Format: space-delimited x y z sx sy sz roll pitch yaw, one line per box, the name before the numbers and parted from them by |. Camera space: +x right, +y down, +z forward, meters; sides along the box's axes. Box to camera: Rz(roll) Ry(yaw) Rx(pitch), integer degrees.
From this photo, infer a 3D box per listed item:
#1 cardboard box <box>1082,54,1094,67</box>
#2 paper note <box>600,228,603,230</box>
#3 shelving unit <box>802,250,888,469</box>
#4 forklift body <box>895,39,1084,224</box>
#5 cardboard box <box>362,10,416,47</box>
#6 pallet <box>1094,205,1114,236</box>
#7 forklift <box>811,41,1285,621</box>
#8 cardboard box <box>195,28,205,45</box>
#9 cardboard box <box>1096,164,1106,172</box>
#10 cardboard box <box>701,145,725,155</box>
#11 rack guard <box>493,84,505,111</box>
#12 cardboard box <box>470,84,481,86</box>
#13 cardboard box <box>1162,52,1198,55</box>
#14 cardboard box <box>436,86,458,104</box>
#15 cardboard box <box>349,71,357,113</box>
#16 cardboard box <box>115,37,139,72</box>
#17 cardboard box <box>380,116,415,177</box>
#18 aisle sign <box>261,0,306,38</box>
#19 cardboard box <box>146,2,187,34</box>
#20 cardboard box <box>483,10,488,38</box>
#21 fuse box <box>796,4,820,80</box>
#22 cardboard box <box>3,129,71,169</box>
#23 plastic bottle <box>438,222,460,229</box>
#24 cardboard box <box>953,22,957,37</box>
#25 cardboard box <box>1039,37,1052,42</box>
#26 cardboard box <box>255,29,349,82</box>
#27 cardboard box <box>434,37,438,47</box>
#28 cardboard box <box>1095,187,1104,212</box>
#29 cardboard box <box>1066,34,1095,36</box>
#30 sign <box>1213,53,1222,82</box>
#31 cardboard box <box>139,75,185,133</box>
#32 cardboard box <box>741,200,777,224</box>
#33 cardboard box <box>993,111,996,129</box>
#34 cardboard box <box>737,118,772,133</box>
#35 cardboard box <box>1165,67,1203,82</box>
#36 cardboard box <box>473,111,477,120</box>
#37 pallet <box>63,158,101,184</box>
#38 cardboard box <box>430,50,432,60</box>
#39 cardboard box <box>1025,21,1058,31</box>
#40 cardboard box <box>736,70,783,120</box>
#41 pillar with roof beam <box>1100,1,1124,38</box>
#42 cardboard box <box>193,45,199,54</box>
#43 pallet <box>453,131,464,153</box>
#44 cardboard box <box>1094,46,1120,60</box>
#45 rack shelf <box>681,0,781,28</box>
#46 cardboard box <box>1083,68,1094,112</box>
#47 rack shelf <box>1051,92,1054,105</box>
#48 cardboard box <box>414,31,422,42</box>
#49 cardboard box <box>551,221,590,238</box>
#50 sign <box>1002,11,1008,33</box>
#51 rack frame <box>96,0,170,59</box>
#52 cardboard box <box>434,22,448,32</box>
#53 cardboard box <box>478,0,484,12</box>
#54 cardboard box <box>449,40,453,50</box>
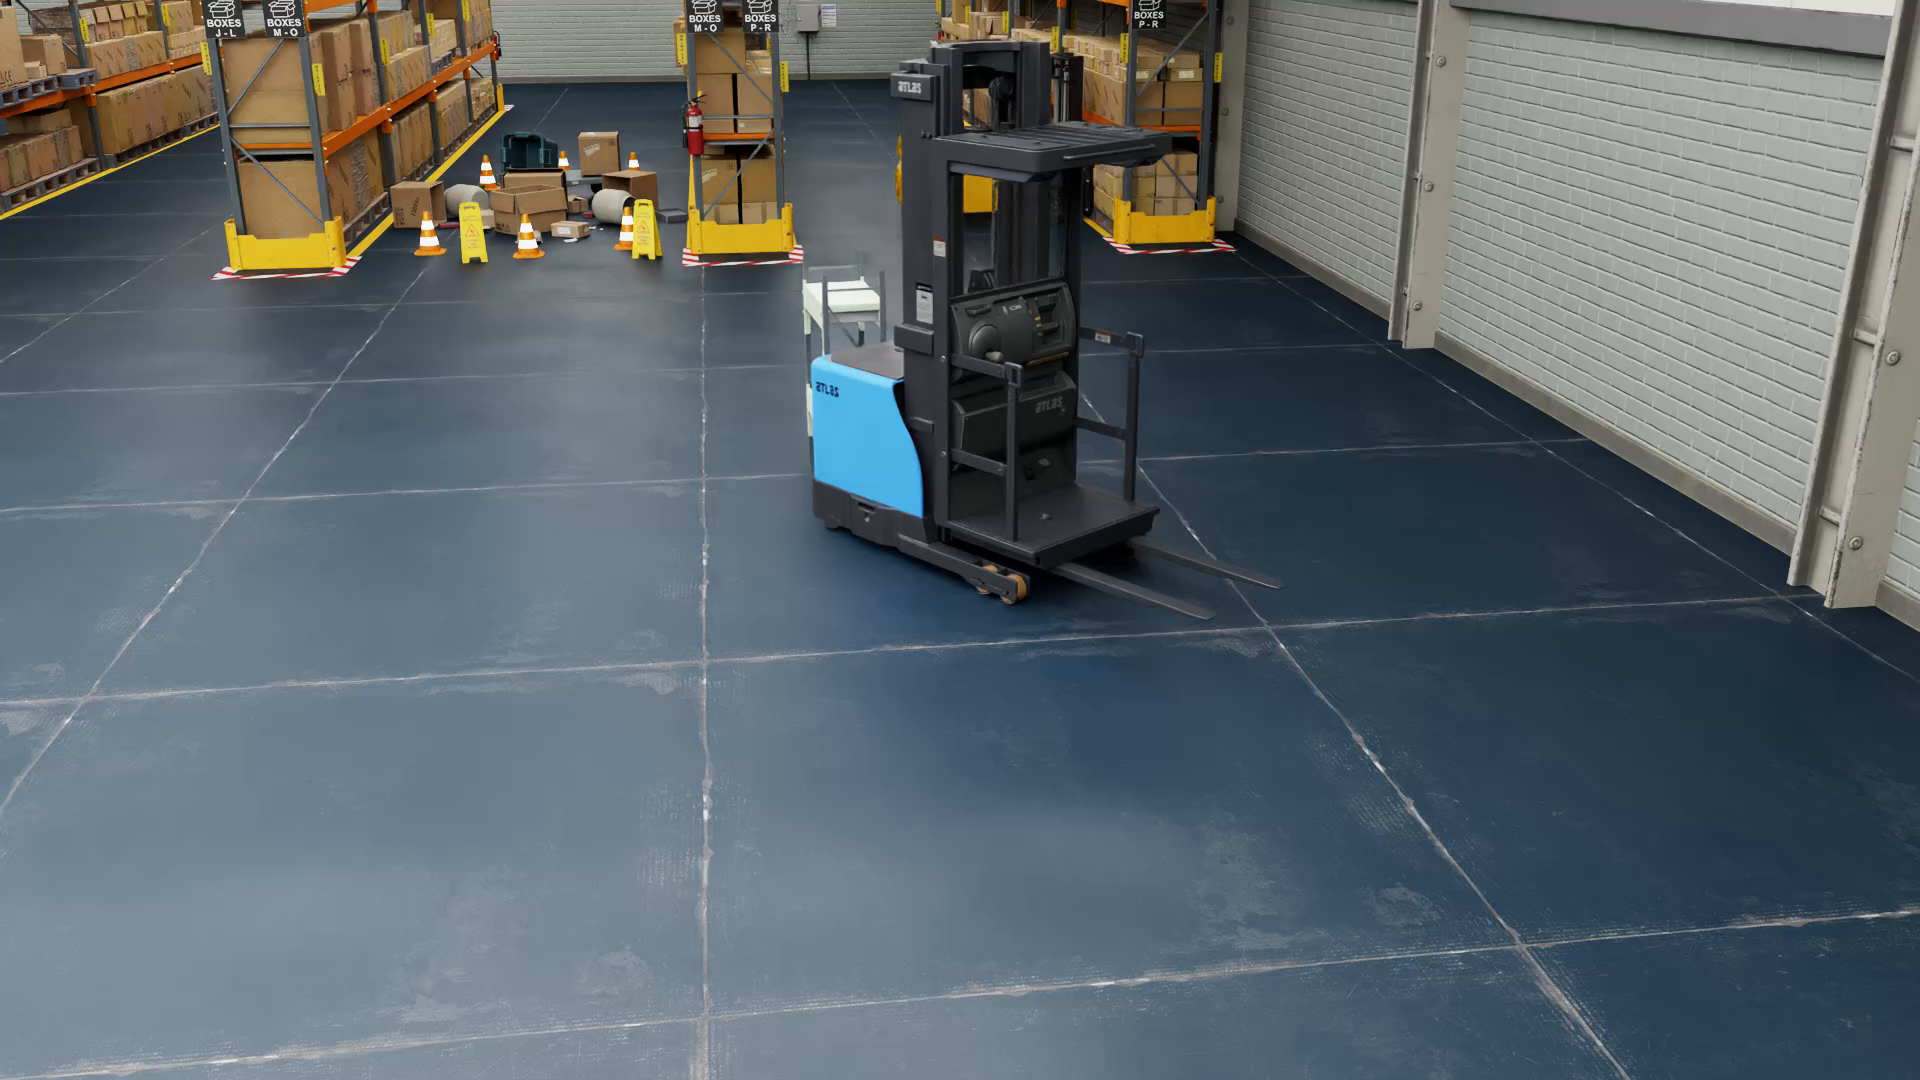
cardboard box | 1.779 -6.138 21.294 0.380 0.149 0.250 -4 21 -9
paper note | -4.405 -3.823 20.437 0.032 0.001 0.123 -3 21 -8
shelving unit | -0.758 -1.092 10.997 0.431 1.500 0.755 -5 21 -13
forklift body | 0.335 -5.138 20.899 2.313 2.155 1.214 -3 21 -8
cardboard box | -8.480 -7.564 24.609 0.700 0.500 0.500 -3 21 -8
pallet | 2.262 -3.927 20.430 1.003 0.211 1.213 -3 21 -8
forklift | 0.458 -1.220 9.294 1.130 2.935 3.031 -19 27 -40
cardboard box | -14.053 -9.142 30.195 0.500 0.250 0.500 -3 21 -8
cardboard box | 1.959 -4.668 20.329 0.500 0.250 0.500 -3 21 -7
cardboard box | -2.991 -4.671 19.766 0.380 0.149 0.250 -2 21 -6
rack guard | -9.677 -8.777 33.002 1.175 0.500 0.348 -3 21 -8
cardboard box | -9.222 -8.491 31.287 0.380 0.149 0.250 -4 21 -10
cardboard box | 2.600 -5.683 19.651 0.380 0.149 0.250 -2 21 -6
cardboard box | -8.603 -7.360 27.537 0.500 0.250 0.500 -4 21 -10
cardboard box | -7.830 -5.381 20.121 0.875 0.550 0.550 -3 21 -8
cardboard box | -13.482 -7.747 26.528 0.500 0.500 0.500 -3 21 -8
cardboard box | -8.272 -5.507 23.289 1.050 0.750 0.750 -3 21 -8
aisle sign | -7.074 -5.643 17.323 0.394 0.787 0.004 -3 21 -8
cardboard box | -13.913 -9.144 29.130 0.500 0.500 0.500 -3 21 -8
cardboard box | -9.299 -9.839 31.705 0.500 0.500 0.500 -3 21 -9
fuse box | -3.540 -11.662 38.995 0.539 1.711 0.414 -3 21 -8
cardboard box | -13.249 -5.602 23.872 0.700 0.500 0.500 -5 21 -12
plastic bottle | -6.290 -3.892 20.548 0.283 0.061 0.133 -11 23 -26
cardboard box | 0.150 -9.883 32.180 0.500 0.250 0.500 -3 21 -9
cardboard box | 1.355 -7.255 24.283 0.380 0.149 0.250 -3 21 -7
cardboard box | -7.514 -5.528 18.972 0.875 0.550 0.550 -3 21 -8
cardboard box | -8.560 -7.960 26.575 0.380 0.149 0.250 -3 21 -8
cardboard box | 1.971 -4.199 20.501 0.500 0.250 0.500 -3 21 -8
cardboard box | 1.816 -7.553 25.083 0.380 0.149 0.250 -3 21 -9
sign | 2.964 -5.440 19.143 0.100 0.325 0.005 -3 21 -8
cardboard box | -13.922 -7.355 28.058 1.225 0.875 0.875 -3 21 -8
cardboard box | -2.340 -3.921 19.758 0.500 0.250 0.500 -3 21 -8
cardboard box | 0.847 -7.257 28.332 0.500 0.500 0.500 -2 21 -5
cardboard box | -2.342 -4.730 18.952 0.380 0.149 0.250 -3 21 -8
cardboard box | 2.621 -5.452 19.457 0.380 0.149 0.250 -3 21 -9
cardboard box | -8.846 -7.593 29.733 0.380 0.149 0.250 -4 21 -10
pallet | -13.346 -5.412 24.406 1.003 0.211 1.213 -3 21 -8
cardboard box | -8.438 -7.542 25.880 0.380 0.149 0.250 -2 21 -5
cardboard box | 1.341 -8.171 27.062 0.500 0.500 0.500 -2 21 -5
cardboard box | -2.292 -5.084 18.972 0.500 0.500 0.500 -3 21 -9
pillar with roof beam | -1.920 -9.928 23.937 9.100 9.000 0.400 -3 21 -8
cardboard box | -13.935 -8.825 29.915 0.380 0.149 0.250 -3 21 -7
pallet | -8.819 -6.590 27.560 1.003 0.211 1.213 -3 21 -8
cardboard box | 1.870 -6.011 20.529 0.380 0.149 0.250 -3 21 -7
rack shelf | -2.786 -6.480 20.020 1.077 0.370 4.000 -3 21 -8
cardboard box | 1.860 -5.706 21.064 0.500 0.500 0.500 -3 21 -7
rack shelf | 1.549 -6.711 24.926 1.077 0.370 4.000 -3 21 -8
cardboard box | -8.410 -7.734 25.544 0.380 0.149 0.250 -3 21 -8
cardboard box | -4.686 -3.736 20.005 0.380 0.149 0.250 8 22 20
sign | 0.725 -8.216 26.384 0.100 0.325 0.005 -3 21 -8
rack frame | -14.034 -8.374 28.351 1.000 3.000 0.127 -3 21 -8
cardboard box | -8.747 -8.545 27.715 0.380 0.149 0.250 -3 21 -8
cardboard box | -9.219 -10.128 31.049 0.500 0.500 0.500 -2 21 -5
cardboard box | -8.786 -8.365 28.084 0.380 0.149 0.250 -3 21 -8
